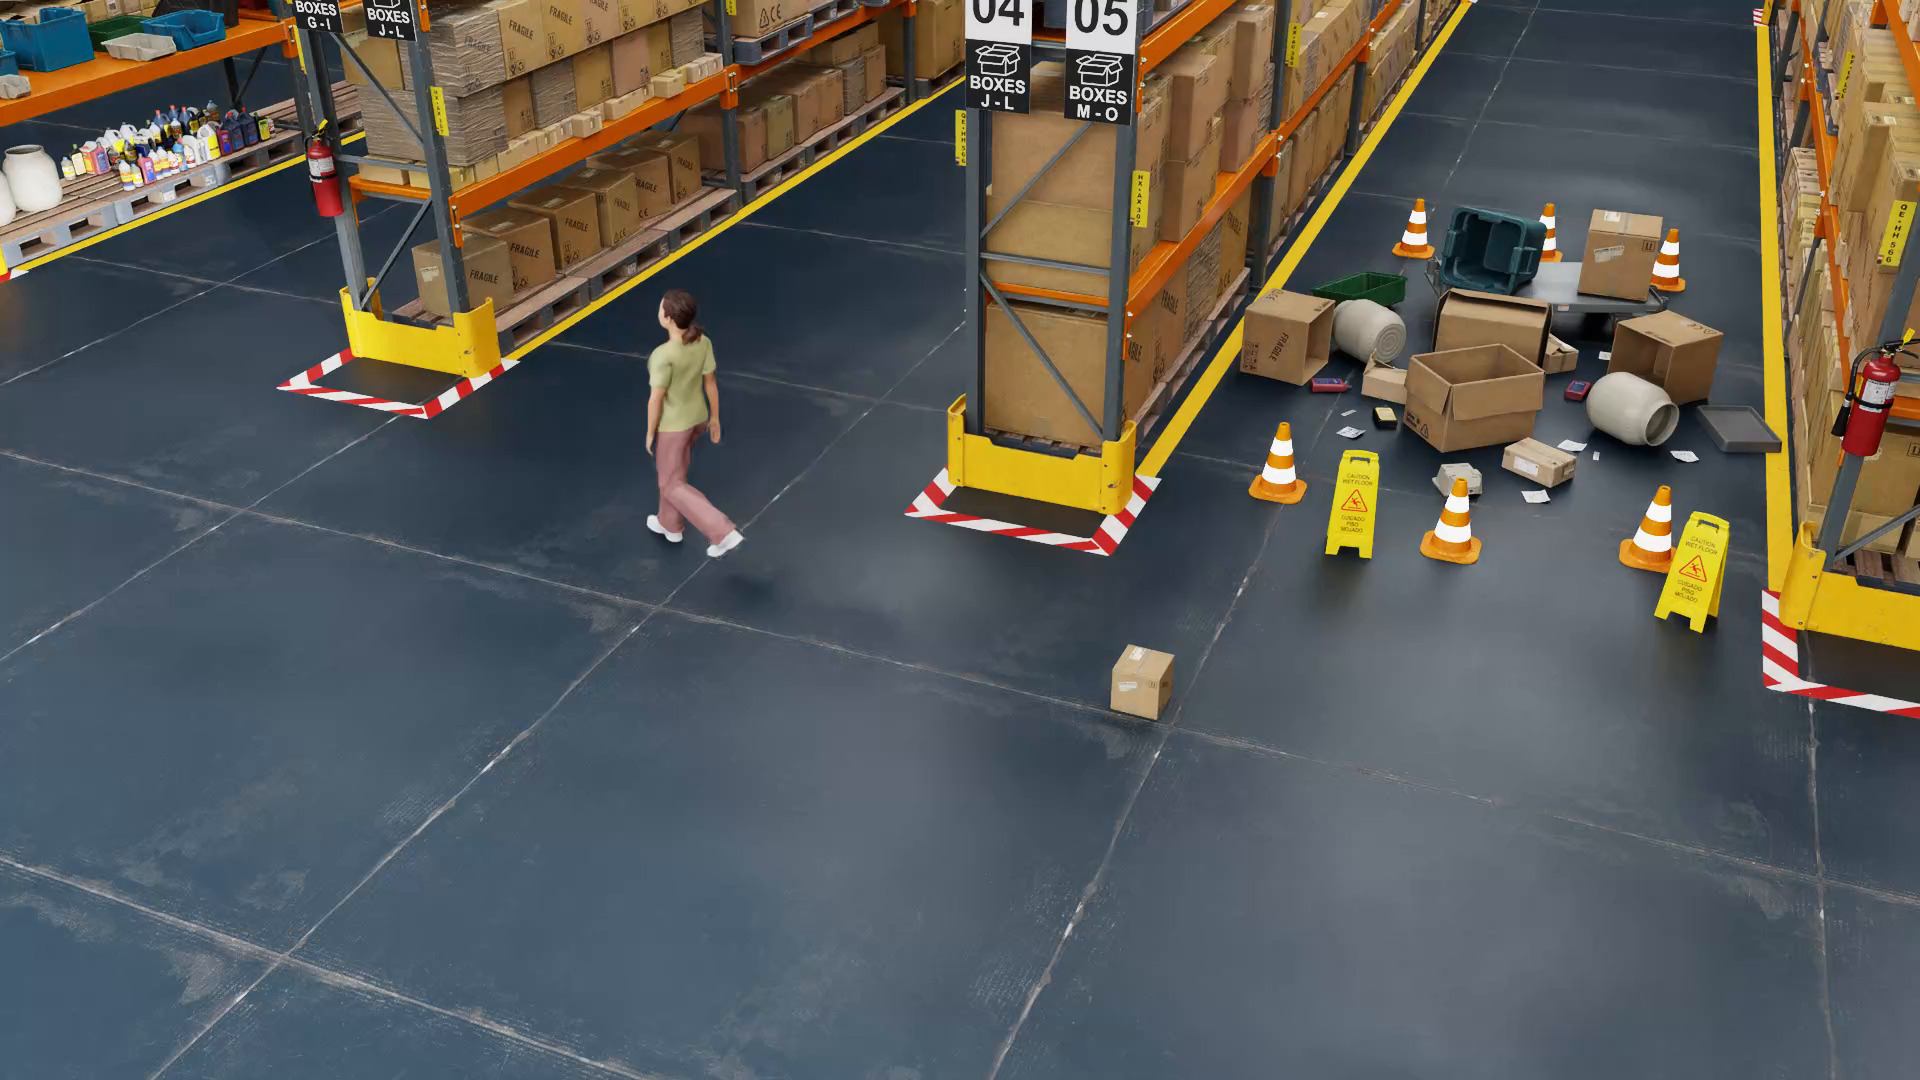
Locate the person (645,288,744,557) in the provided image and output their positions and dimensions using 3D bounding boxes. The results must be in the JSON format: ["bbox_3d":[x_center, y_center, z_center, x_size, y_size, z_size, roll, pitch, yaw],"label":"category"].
[{"bbox_3d":[-1.587,-0.647,9.523,0.882,1.630,0.454,19,35,30],"label":"person"}]
